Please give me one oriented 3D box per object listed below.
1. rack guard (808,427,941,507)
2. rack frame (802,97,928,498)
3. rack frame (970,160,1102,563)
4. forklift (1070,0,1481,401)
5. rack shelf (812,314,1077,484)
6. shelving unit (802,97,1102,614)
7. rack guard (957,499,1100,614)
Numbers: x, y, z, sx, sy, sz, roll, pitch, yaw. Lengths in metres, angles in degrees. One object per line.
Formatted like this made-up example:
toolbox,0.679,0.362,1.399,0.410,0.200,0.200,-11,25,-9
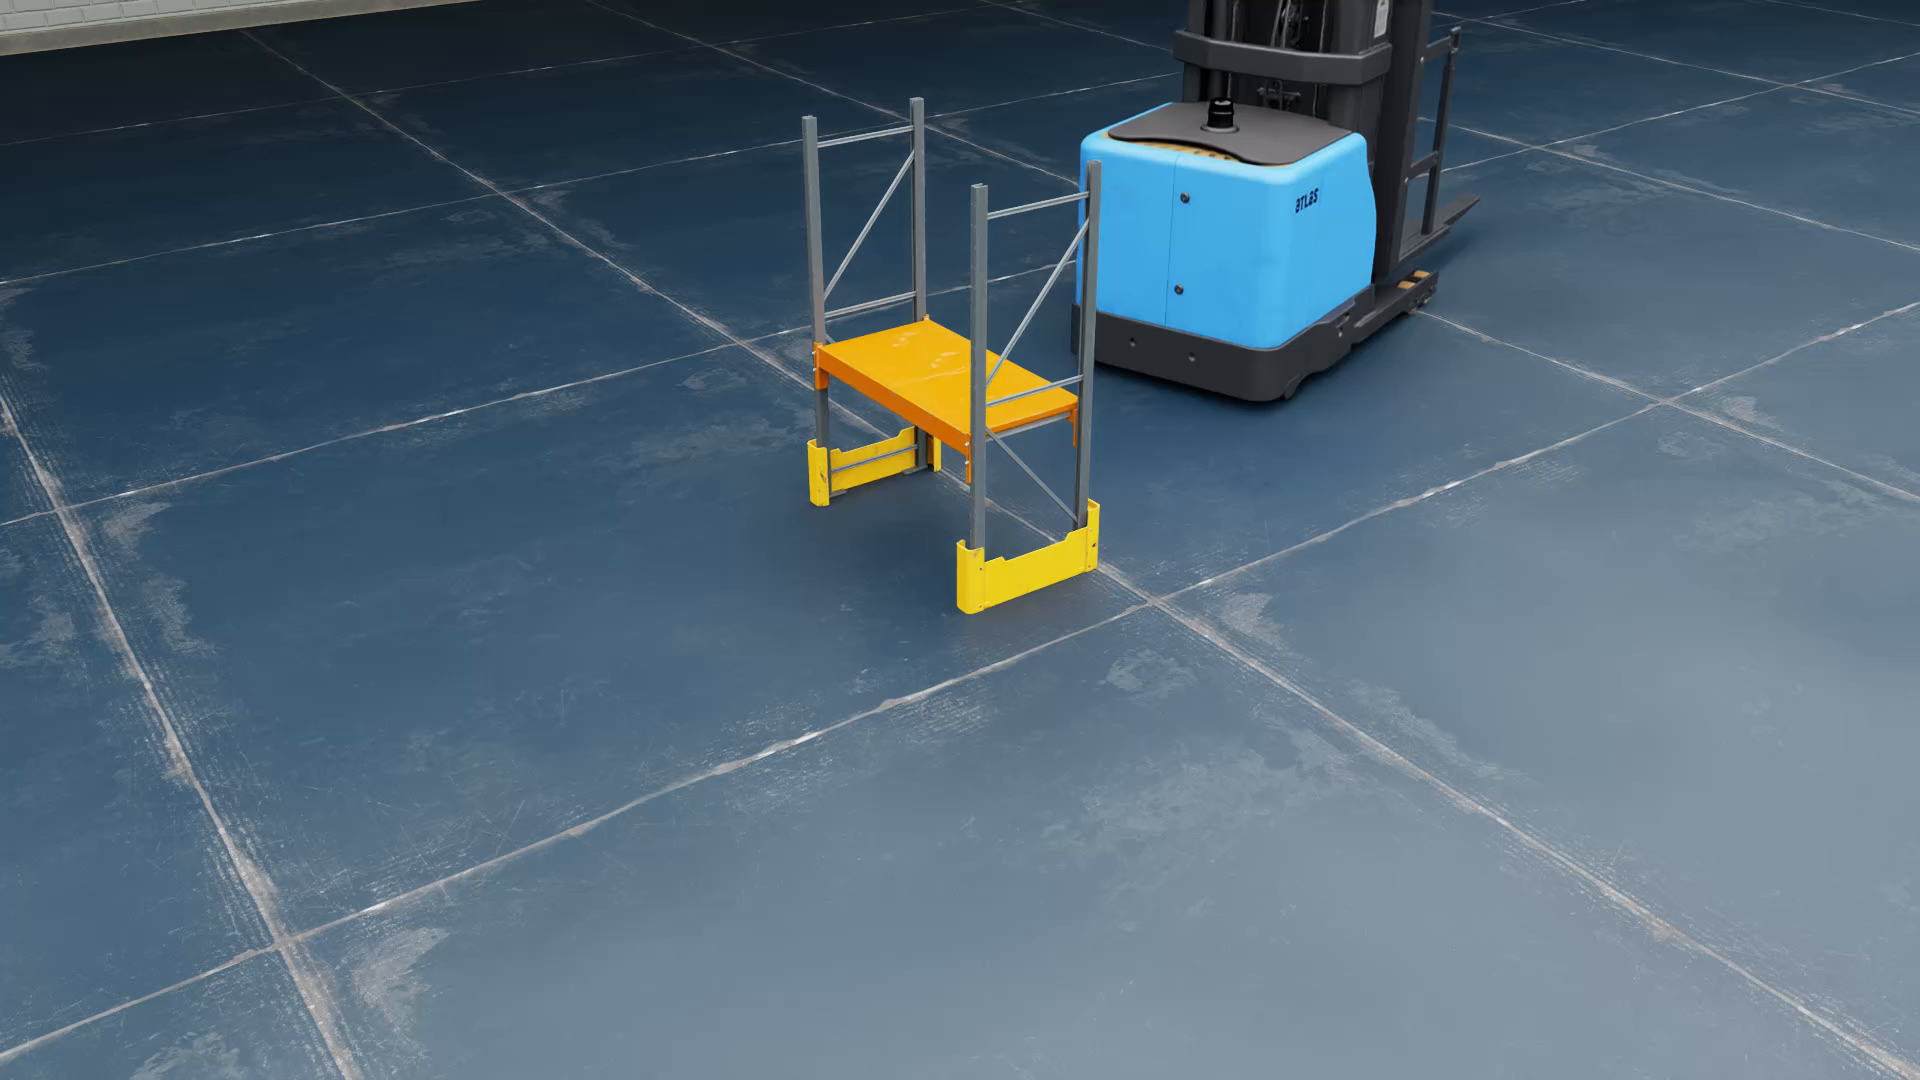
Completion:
rack guard,-0.333,-0.333,6.601,0.587,0.250,0.087,-19,34,-31
rack frame,-0.344,-0.890,6.317,0.500,1.500,0.032,-19,34,-31
rack frame,0.245,-0.495,5.589,0.500,1.500,0.032,-19,34,-31
forklift,1.778,-2.537,7.850,1.130,2.935,3.031,19,34,31
rack shelf,-0.049,-0.534,6.039,0.538,0.185,1.000,-19,34,-31
shelving unit,-0.044,-0.689,5.947,0.587,1.500,1.083,-19,34,-31
rack guard,0.245,0.054,5.888,0.587,0.250,0.087,-19,34,-31
